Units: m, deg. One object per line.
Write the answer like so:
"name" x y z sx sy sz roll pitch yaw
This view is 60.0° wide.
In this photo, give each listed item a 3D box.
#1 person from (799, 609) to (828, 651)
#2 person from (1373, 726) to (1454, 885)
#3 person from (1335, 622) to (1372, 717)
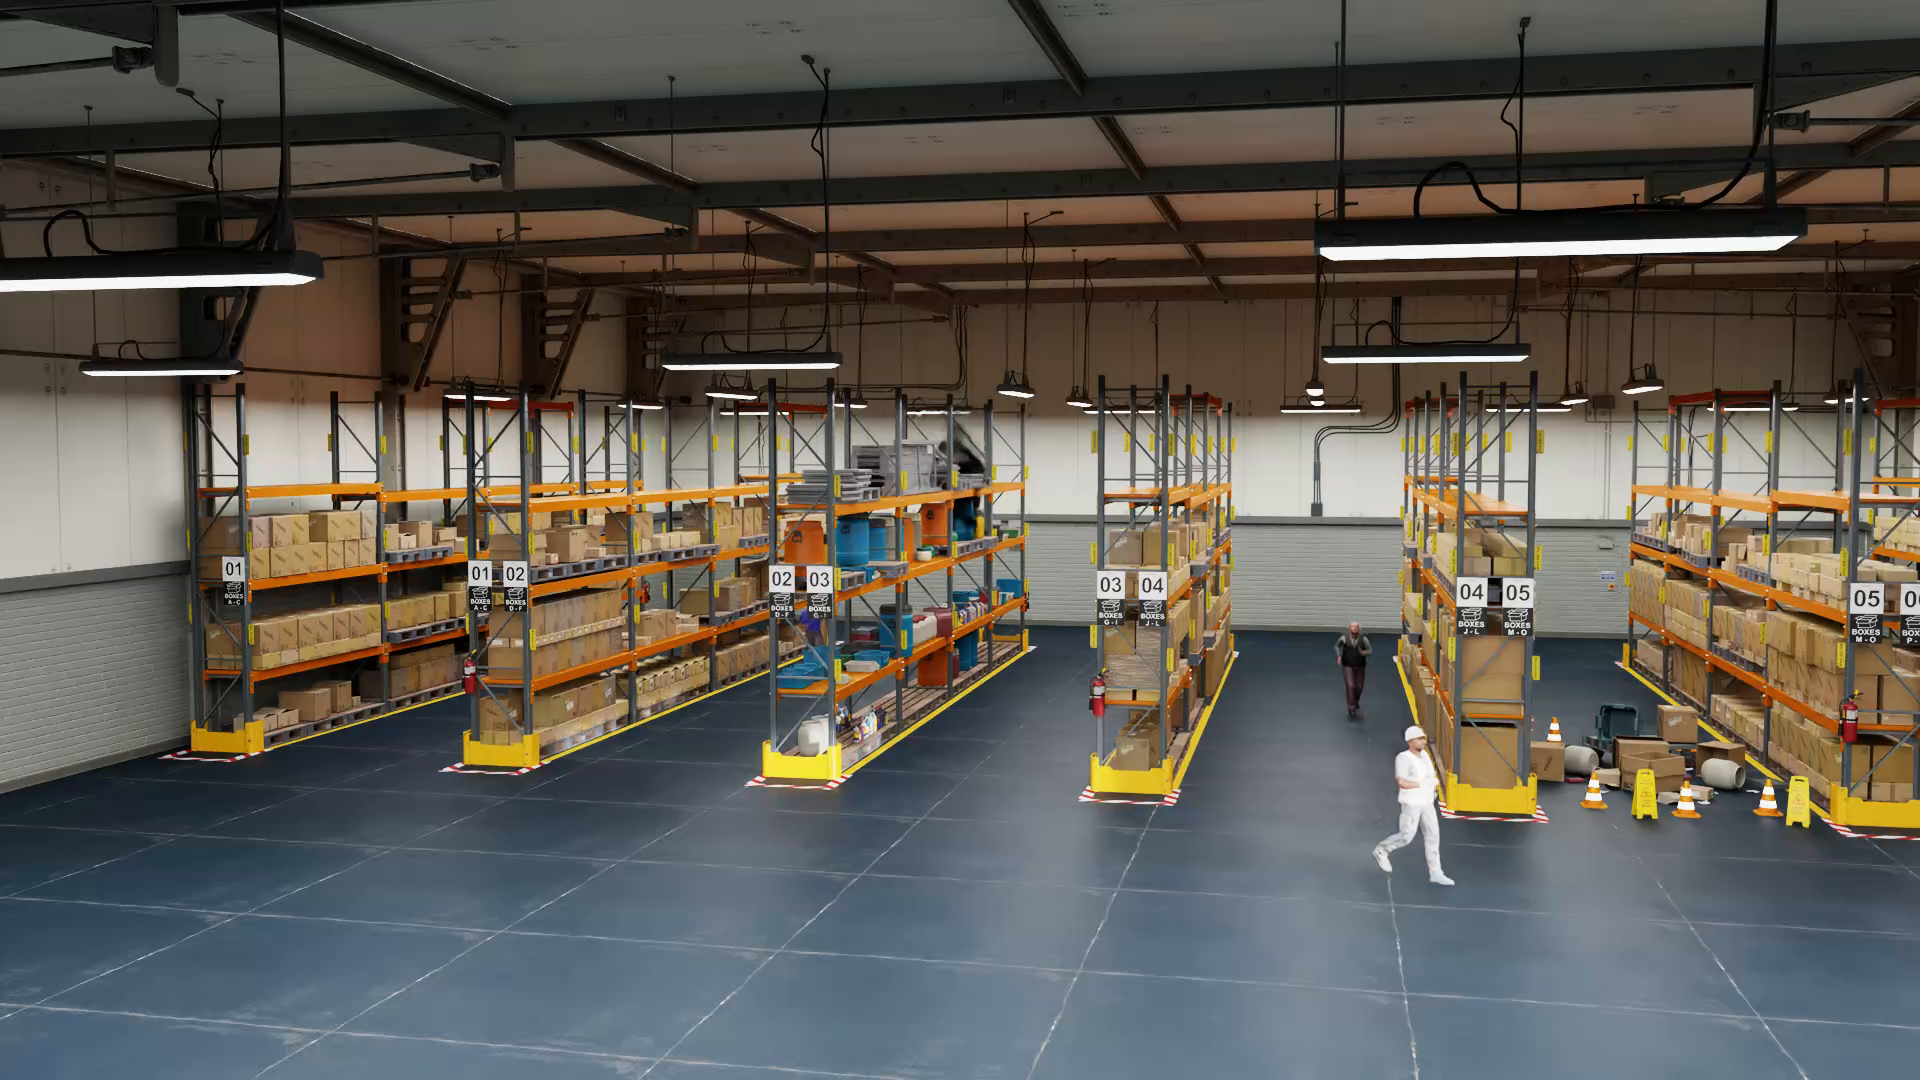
"person" -2.913 1.977 33.110 0.569 1.702 0.861 0 3 6
"person" 5.200 3.007 18.992 0.691 1.762 0.988 -3 4 -41
"person" 7.281 2.360 30.744 0.656 1.707 0.969 0 3 5
